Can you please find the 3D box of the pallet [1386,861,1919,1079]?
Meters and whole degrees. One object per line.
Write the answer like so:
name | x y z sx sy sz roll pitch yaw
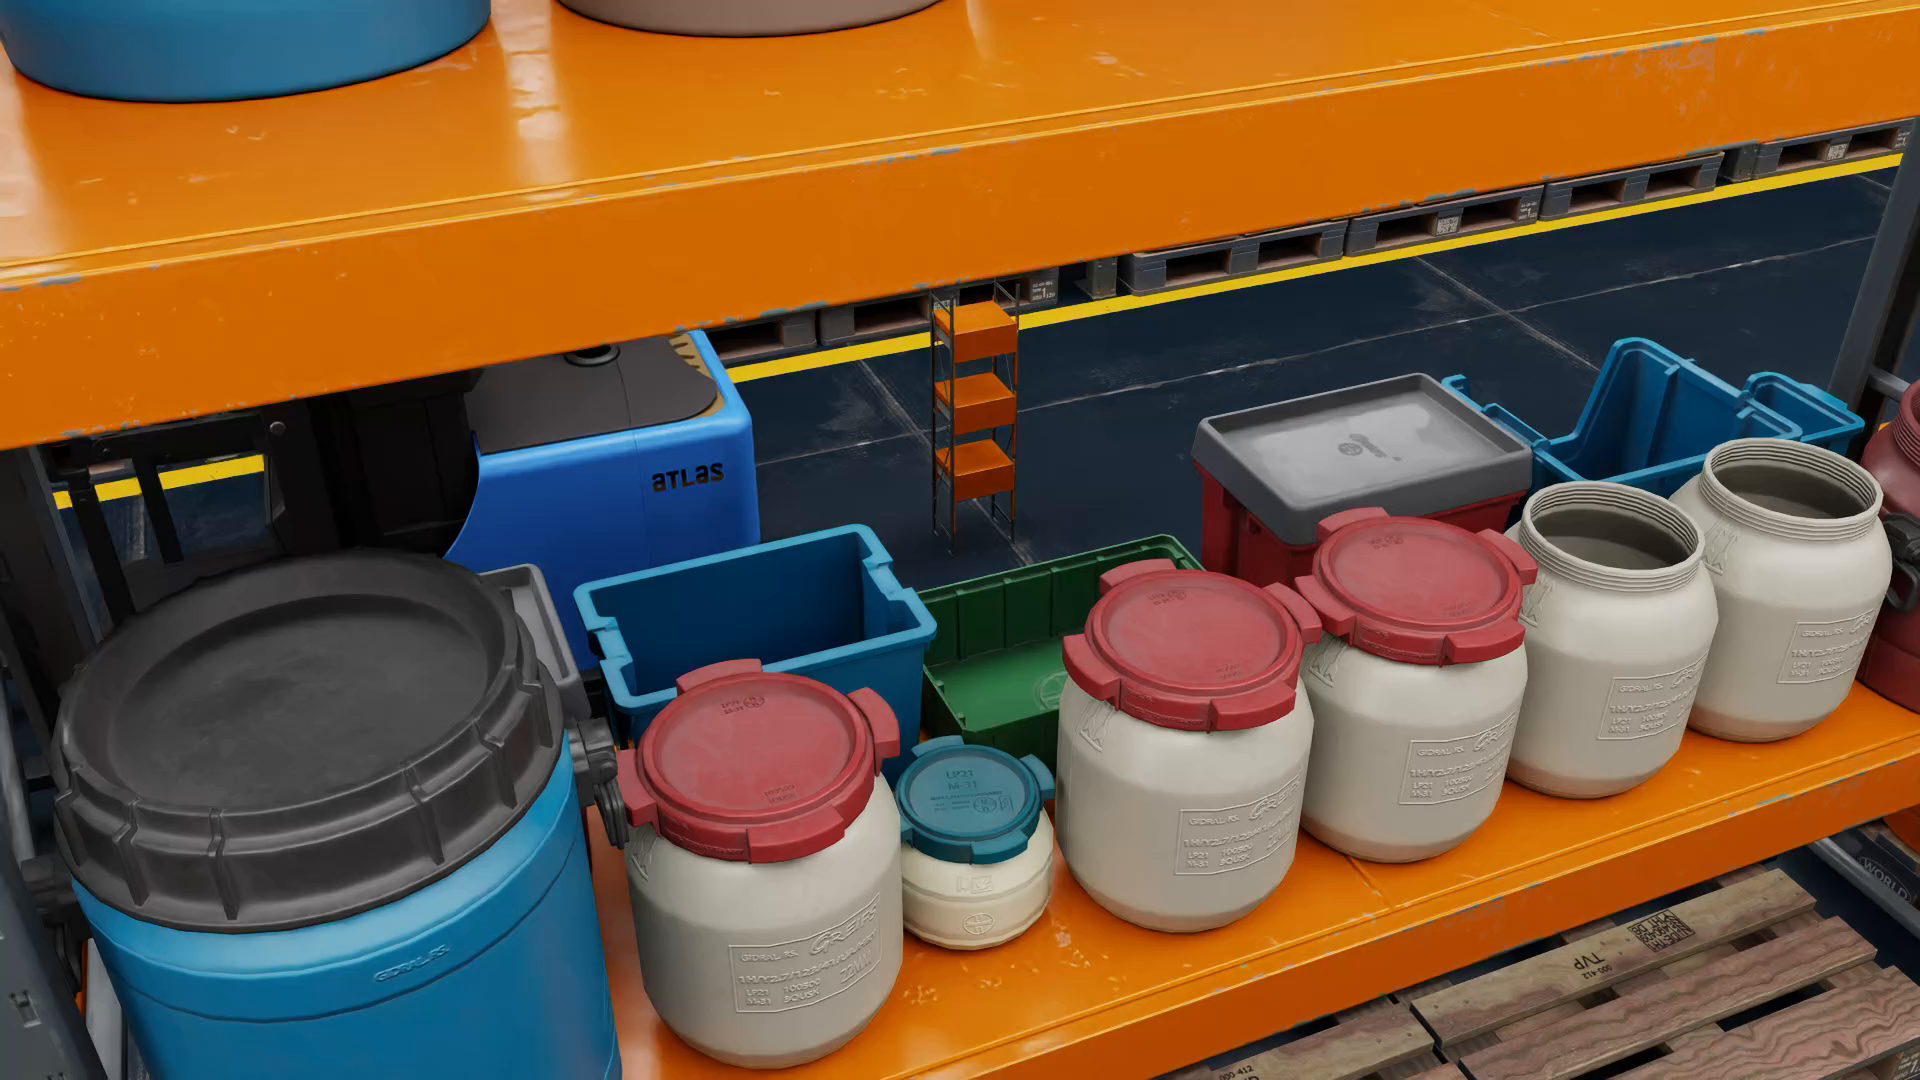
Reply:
pallet | 1.691 1.134 4.313 1.213 0.211 1.003 -13 35 -19

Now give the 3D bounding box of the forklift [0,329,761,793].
forklift | -2.173 -0.658 4.574 3.031 2.935 1.130 -12 35 -17

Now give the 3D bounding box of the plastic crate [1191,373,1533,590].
plastic crate | 0.812 -0.018 3.469 0.583 0.464 0.402 -13 35 -19

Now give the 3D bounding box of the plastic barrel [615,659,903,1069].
plastic barrel | -0.301 0.517 2.580 0.433 0.535 0.433 0 33 0

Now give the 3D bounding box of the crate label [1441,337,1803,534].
crate label | 1.400 -0.120 3.651 0.616 0.435 0.502 -13 35 -19

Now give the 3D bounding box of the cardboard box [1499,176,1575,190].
cardboard box | 2.929 -2.197 8.765 0.500 0.500 0.500 -12 35 -18

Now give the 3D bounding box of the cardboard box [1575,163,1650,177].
cardboard box | 3.391 -2.303 8.928 0.500 0.500 0.500 -13 35 -19

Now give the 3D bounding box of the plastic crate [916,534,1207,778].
plastic crate | 0.229 0.245 3.317 0.662 0.188 0.450 -13 35 -19

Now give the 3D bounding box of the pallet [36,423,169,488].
pallet | -3.931 -0.510 6.840 1.213 0.211 1.003 -13 35 -19

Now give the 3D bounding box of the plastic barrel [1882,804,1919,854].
plastic barrel | 2.865 0.443 4.423 0.708 0.830 0.600 -13 35 -19

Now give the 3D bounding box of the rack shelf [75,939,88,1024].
rack shelf | -3.112 1.390 2.024 4.000 0.370 1.077 -13 35 -19

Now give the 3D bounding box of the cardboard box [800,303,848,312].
cardboard box | -0.823 -1.245 7.549 0.500 0.250 0.500 -12 35 -18

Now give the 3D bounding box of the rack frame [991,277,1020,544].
rack frame | 0.162 -0.477 6.021 0.008 1.050 0.200 -13 35 -19

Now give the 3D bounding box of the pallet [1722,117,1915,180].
pallet | 4.828 -2.490 9.884 1.213 0.211 1.003 -13 35 -19

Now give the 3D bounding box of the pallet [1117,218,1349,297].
pallet | 1.209 -1.640 8.577 1.213 0.211 1.003 -13 35 -19

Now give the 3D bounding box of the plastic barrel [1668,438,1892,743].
plastic barrel | 1.555 0.099 3.245 0.421 0.512 0.421 0 33 0

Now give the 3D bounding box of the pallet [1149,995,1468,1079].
pallet | 0.568 1.390 3.921 1.213 0.211 1.003 -13 35 -19

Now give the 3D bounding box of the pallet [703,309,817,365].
pallet | -1.391 -1.092 7.734 1.213 0.211 1.003 -13 35 -19

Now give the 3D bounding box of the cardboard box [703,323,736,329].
cardboard box | -1.296 -1.135 7.380 0.500 0.250 0.500 -12 35 -18

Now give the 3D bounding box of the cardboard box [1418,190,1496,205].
cardboard box | 2.461 -2.089 8.599 0.500 0.500 0.500 -14 36 -21

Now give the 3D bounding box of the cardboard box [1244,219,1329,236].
cardboard box | 1.517 -1.873 8.266 0.500 0.500 0.500 -14 36 -21

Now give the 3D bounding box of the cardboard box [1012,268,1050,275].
cardboard box | 0.116 -1.460 7.880 0.500 0.250 0.500 -12 35 -18

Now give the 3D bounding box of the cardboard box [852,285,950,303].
cardboard box | -0.358 -1.349 7.710 0.500 0.250 0.500 -13 35 -19

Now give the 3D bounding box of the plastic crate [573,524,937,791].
plastic crate | -0.371 0.283 3.079 0.575 0.384 0.392 -13 35 -19

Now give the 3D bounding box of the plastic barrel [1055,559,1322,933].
plastic barrel | 0.376 0.362 2.818 0.433 0.535 0.433 0 33 0

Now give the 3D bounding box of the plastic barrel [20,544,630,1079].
plastic barrel | -0.794 0.526 2.231 0.708 0.901 0.600 -13 35 -19

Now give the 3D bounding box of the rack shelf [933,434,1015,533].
rack shelf | 0.049 -0.210 6.138 0.240 0.259 0.215 -13 35 -19

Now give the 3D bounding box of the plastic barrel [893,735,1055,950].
plastic barrel | 0.012 0.522 2.825 0.301 0.262 0.301 0 33 0

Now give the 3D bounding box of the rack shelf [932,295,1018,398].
rack shelf | 0.049 -0.680 5.832 0.240 0.259 0.215 -13 35 -19

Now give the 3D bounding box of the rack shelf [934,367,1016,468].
rack shelf | 0.049 -0.442 5.987 0.240 0.259 0.215 -13 35 -19

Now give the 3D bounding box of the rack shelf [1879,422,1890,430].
rack shelf | 4.264 -0.299 4.619 4.000 0.370 1.077 -13 35 -19

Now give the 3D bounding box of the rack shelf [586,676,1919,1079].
rack shelf | 0.576 0.545 3.321 4.000 0.370 1.077 -13 35 -19

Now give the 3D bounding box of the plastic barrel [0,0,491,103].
plastic barrel | -0.883 -1.018 1.854 0.708 0.901 0.600 -13 35 -19

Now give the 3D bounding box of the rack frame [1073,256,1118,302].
rack frame | 0.506 -2.670 7.604 0.127 3.000 1.000 -13 35 -19

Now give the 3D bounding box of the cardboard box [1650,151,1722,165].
cardboard box | 3.850 -2.403 9.082 0.500 0.500 0.500 -13 35 -19

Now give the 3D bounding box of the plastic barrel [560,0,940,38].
plastic barrel | -0.280 -1.156 2.066 0.600 0.901 0.600 0 33 0

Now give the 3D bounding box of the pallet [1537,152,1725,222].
pallet | 3.459 -2.155 9.369 1.213 0.211 1.003 -13 35 -19

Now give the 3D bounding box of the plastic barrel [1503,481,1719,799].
plastic barrel | 1.166 0.188 3.108 0.421 0.512 0.421 0 33 0

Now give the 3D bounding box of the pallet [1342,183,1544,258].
pallet | 2.332 -1.896 8.970 1.213 0.211 1.003 -13 35 -19

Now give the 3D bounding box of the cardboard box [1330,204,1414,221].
cardboard box | 1.982 -1.976 8.425 0.500 0.500 0.500 -13 35 -20

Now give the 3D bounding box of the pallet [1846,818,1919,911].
pallet | 3.131 0.803 4.823 1.213 0.211 1.003 -13 35 -19

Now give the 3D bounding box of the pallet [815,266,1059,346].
pallet | -0.268 -1.347 8.127 1.213 0.211 1.003 -13 35 -19

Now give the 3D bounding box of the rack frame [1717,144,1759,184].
rack frame | 4.194 -3.515 8.902 0.127 3.000 1.000 -13 35 -19

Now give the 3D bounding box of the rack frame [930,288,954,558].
rack frame | -0.063 -0.426 5.941 0.008 1.050 0.200 -13 35 -19

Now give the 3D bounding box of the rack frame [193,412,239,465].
rack frame | -3.182 -1.826 6.306 0.127 3.000 1.000 -13 35 -19

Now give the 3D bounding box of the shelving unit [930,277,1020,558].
shelving unit | 0.049 -0.451 5.981 0.252 1.050 0.215 -13 35 -19

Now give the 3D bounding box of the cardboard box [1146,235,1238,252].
cardboard box | 1.037 -1.759 8.092 0.500 0.500 0.500 -11 35 -17

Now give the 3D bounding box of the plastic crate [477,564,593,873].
plastic crate | -0.940 0.383 2.852 0.583 0.464 0.402 -13 35 -19

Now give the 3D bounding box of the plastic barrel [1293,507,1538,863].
plastic barrel | 0.775 0.271 2.959 0.433 0.535 0.433 0 33 0

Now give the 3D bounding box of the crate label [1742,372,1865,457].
crate label | 1.887 -0.208 3.973 0.416 0.233 0.303 -13 35 -19

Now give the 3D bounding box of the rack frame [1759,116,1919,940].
rack frame | 2.420 -0.179 3.774 0.127 3.000 1.000 -13 35 -19

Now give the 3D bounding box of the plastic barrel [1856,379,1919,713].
plastic barrel | 2.110 0.015 3.352 0.708 0.536 0.600 -13 35 -19
